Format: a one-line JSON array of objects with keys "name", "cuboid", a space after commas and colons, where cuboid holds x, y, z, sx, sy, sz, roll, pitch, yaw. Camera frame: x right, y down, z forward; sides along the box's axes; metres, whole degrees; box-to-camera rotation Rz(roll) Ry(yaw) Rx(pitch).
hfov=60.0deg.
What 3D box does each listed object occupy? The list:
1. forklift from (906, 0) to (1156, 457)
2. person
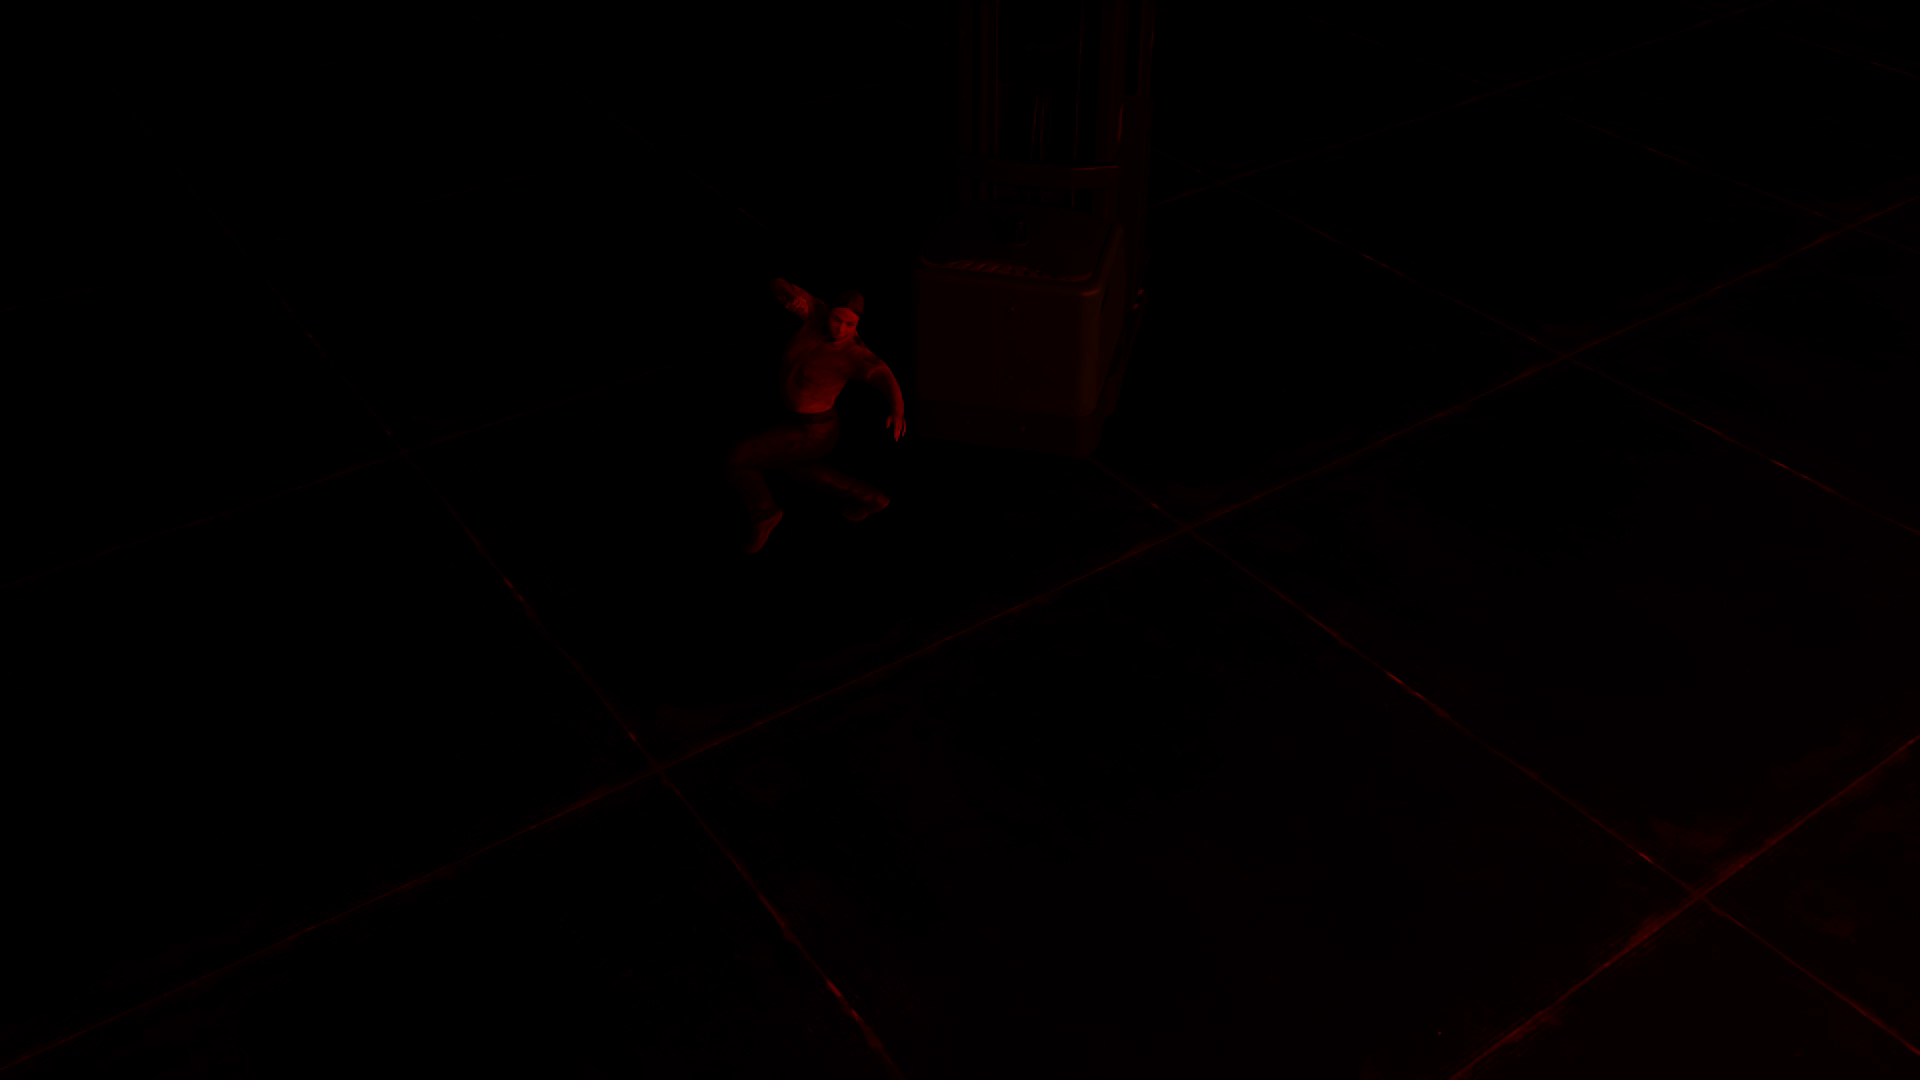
[{"name": "forklift", "cuboid": [0.545, -2.499, 9.324, 1.130, 2.935, 3.031, 8, 37, 11]}, {"name": "person", "cuboid": [-0.716, -0.473, 7.887, 0.858, 1.446, 1.003, -8, 37, -11]}]
